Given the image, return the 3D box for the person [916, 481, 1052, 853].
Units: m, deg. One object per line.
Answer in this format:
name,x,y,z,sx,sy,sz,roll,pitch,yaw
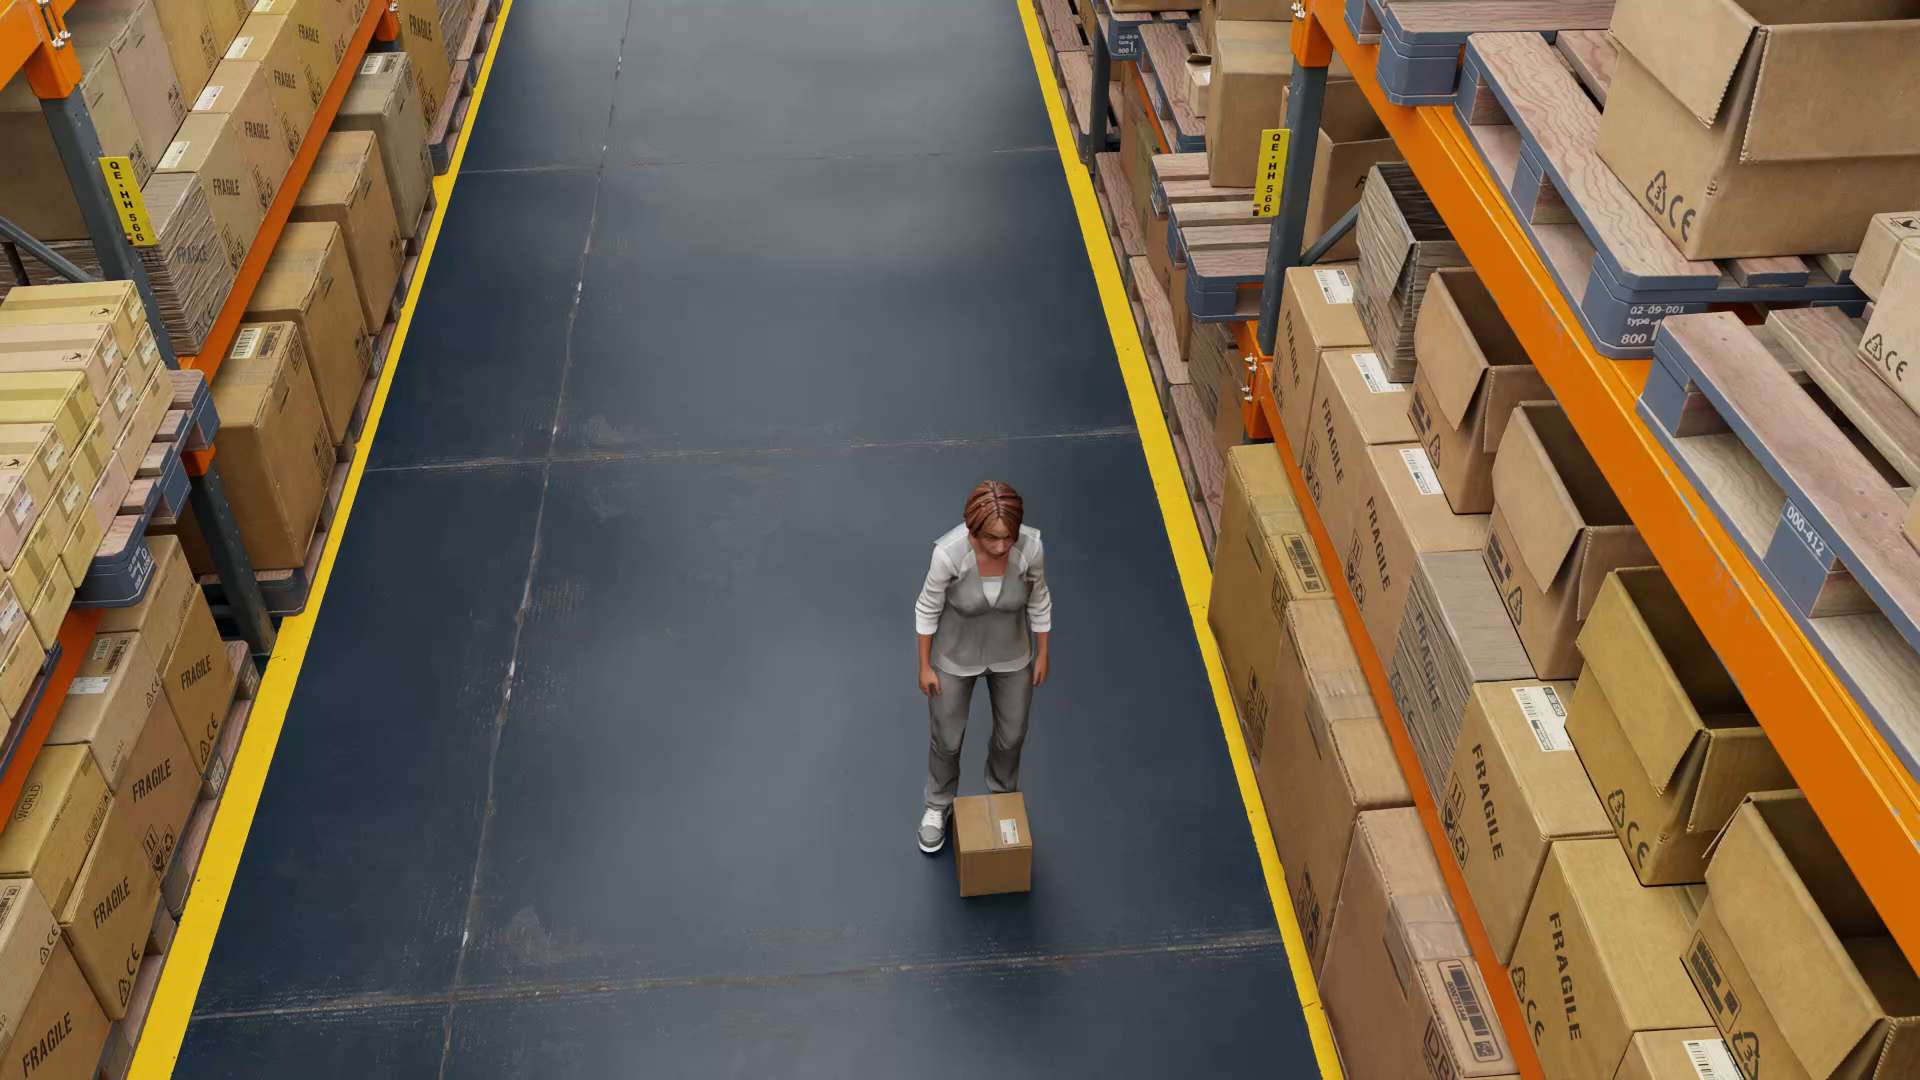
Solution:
person,0.074,0.415,5.664,0.482,1.591,0.347,-6,40,-7
